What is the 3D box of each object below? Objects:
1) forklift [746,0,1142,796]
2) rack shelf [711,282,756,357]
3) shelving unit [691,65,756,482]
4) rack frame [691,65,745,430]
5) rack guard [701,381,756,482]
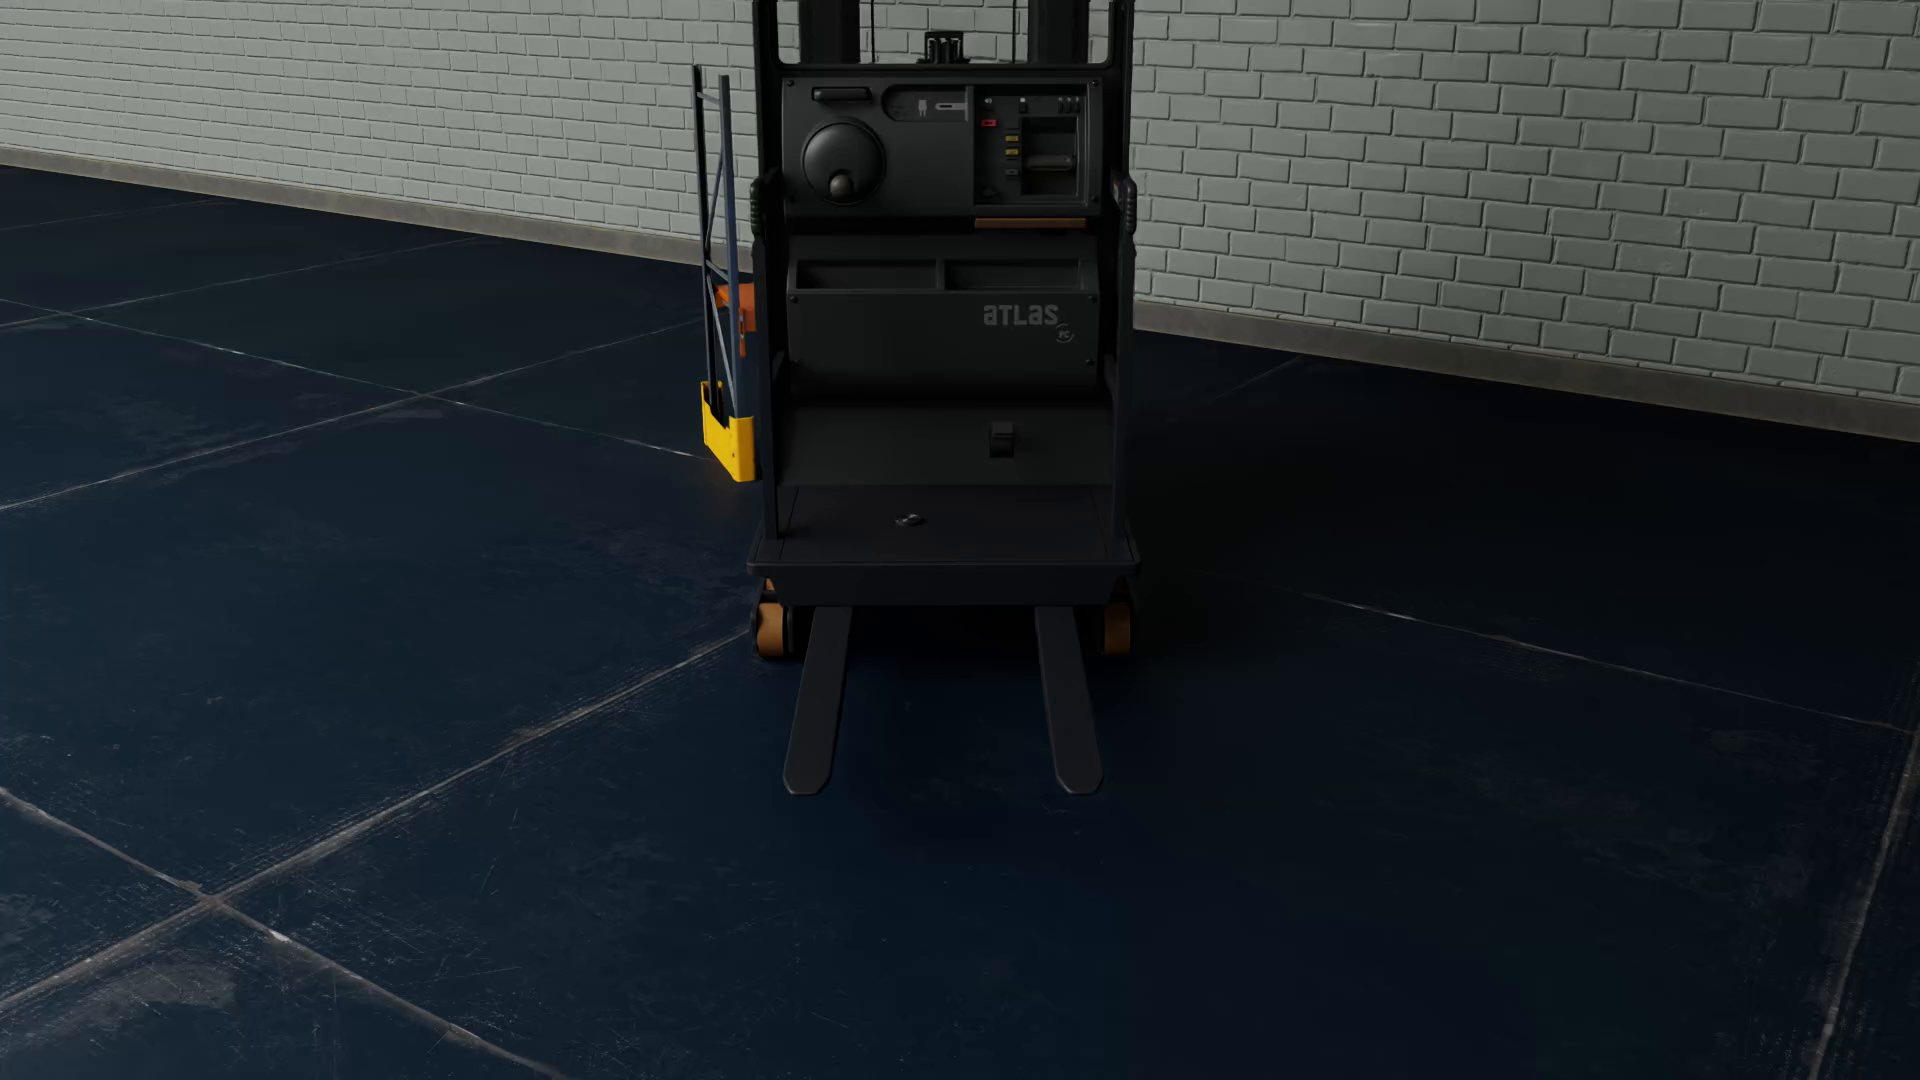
[{"bbox_3d":[-0.046,-1.139,4.618,1.130,2.935,3.031,0,20,0],"label":"forklift"},{"bbox_3d":[-0.446,-0.918,6.603,1.000,0.185,0.538,-7,22,-19],"label":"rack shelf"},{"bbox_3d":[-0.454,-1.085,6.537,1.083,1.500,0.587,-7,22,-19],"label":"shelving unit"},{"bbox_3d":[-0.921,-1.024,6.372,0.032,1.500,0.500,-7,22,-19],"label":"rack frame"},{"bbox_3d":[-0.920,-0.438,6.589,0.087,0.250,0.587,-7,22,-19],"label":"rack guard"}]
